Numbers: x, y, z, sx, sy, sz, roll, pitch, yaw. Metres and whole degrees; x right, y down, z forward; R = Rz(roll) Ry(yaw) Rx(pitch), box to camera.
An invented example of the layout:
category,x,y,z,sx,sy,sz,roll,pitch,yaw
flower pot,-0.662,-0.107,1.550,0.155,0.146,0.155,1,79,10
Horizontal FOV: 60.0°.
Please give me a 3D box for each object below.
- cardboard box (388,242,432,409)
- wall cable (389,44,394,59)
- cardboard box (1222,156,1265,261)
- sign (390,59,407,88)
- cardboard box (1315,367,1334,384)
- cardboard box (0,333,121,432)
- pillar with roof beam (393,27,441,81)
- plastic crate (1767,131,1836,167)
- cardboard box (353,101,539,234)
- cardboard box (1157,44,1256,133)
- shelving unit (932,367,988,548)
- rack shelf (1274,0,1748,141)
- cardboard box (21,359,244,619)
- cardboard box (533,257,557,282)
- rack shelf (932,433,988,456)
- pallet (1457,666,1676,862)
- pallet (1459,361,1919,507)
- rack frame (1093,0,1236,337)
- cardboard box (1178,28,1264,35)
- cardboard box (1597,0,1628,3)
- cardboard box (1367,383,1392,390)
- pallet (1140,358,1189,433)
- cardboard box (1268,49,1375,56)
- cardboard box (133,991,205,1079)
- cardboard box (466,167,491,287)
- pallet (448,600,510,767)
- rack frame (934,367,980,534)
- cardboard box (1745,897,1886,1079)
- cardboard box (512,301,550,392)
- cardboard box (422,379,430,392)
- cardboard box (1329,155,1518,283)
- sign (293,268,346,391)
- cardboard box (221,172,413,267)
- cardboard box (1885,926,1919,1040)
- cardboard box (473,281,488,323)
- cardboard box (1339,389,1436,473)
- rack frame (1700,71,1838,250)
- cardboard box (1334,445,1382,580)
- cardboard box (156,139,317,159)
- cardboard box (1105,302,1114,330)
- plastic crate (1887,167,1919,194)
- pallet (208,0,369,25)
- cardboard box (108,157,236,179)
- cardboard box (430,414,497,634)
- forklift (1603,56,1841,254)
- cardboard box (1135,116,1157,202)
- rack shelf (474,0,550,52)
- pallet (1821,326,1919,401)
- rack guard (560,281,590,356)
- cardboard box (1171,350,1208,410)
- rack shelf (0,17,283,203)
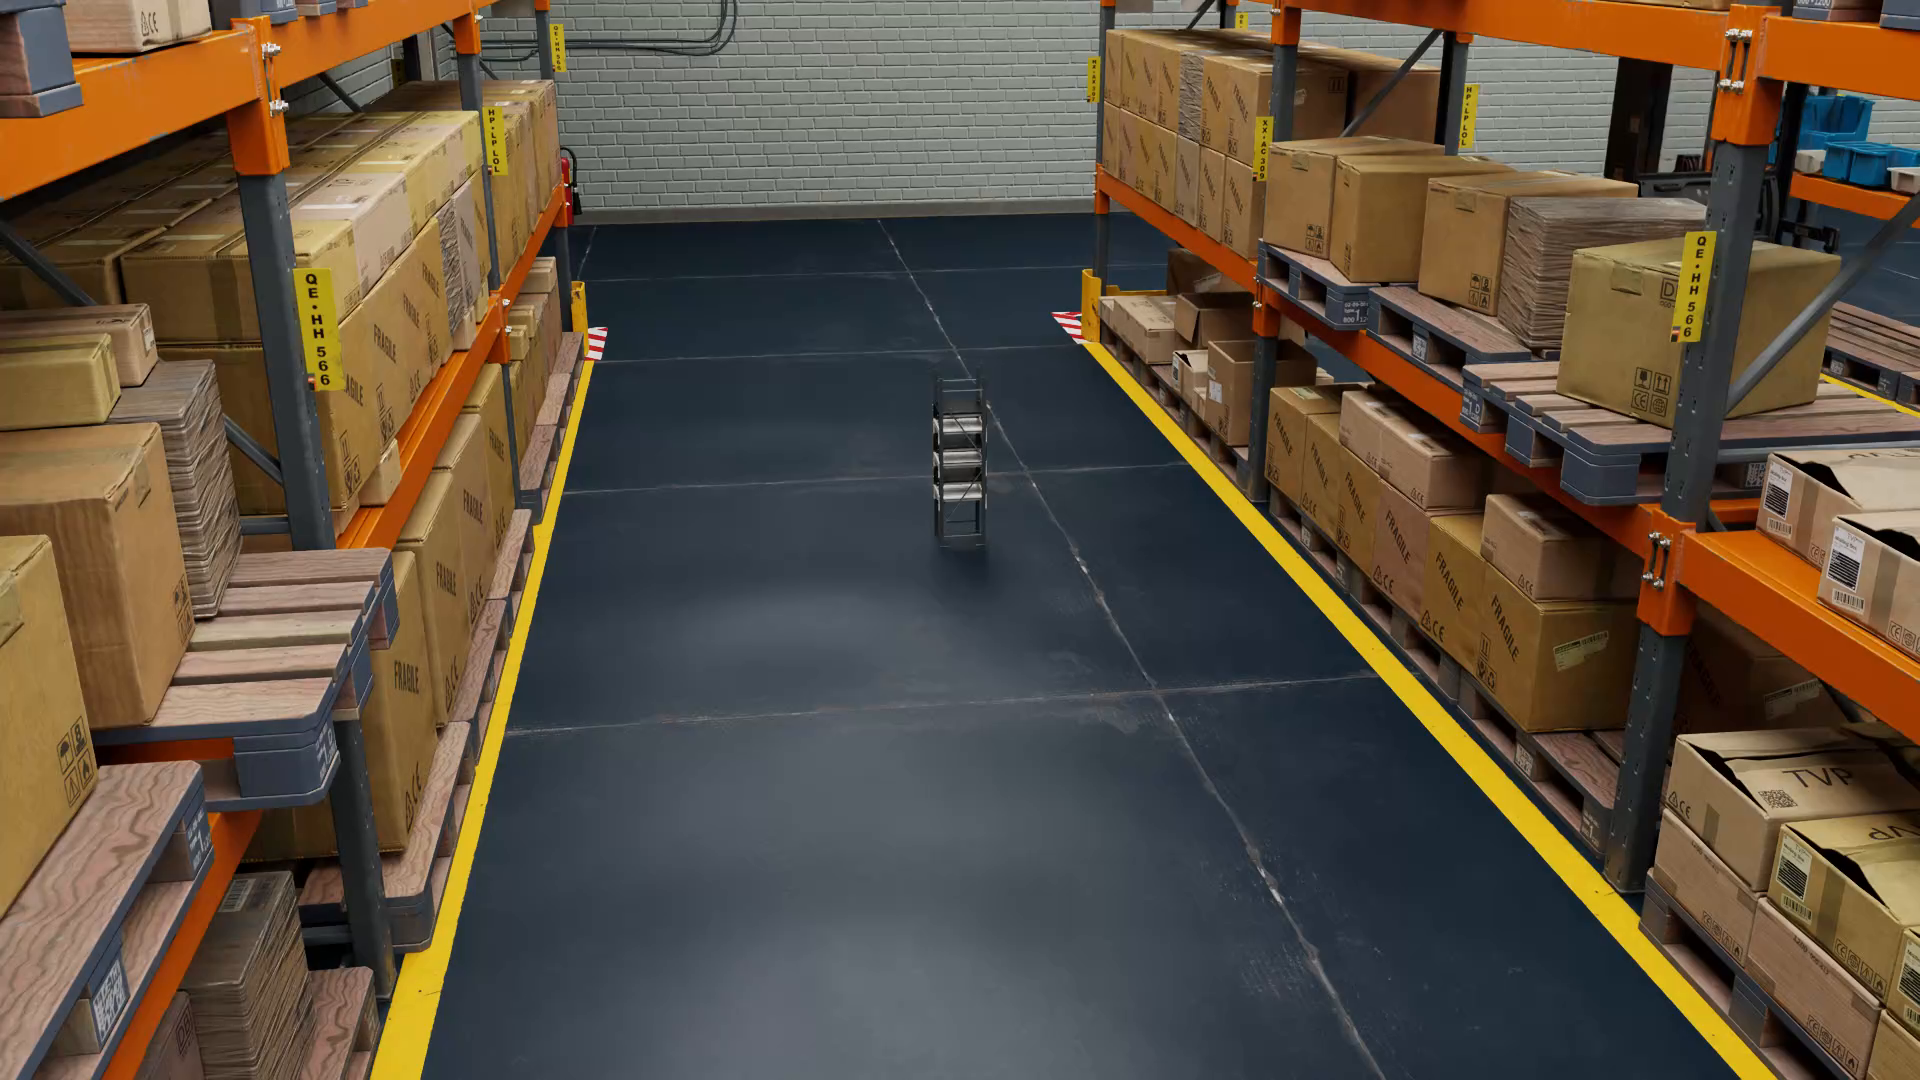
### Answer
category,x,y,z,sx,sy,sz,roll,pitch,yaw
cardboard box,-2.170,-0.744,5.824,0.500,0.500,0.500,-3,21,-8
wall cable,-4.491,-3.655,12.763,0.084,1.984,1.851,-3,21,-8
cardboard box,1.782,-1.857,9.257,0.500,0.500,0.500,-3,21,-7
sign,-3.920,-3.200,11.647,0.100,0.325,0.005,-3,21,-8
cardboard box,2.127,-0.984,10.483,0.380,0.166,0.250,-3,21,-8
cardboard box,-2.076,-0.342,3.645,0.380,0.149,0.250,-6,21,-17
pillar with roof beam,-0.355,-6.702,13.799,9.100,9.000,0.400,-3,21,-8
plastic crate,6.238,-2.903,12.354,0.416,0.233,0.300,-3,21,-8
cardboard box,-3.070,-2.232,9.977,0.980,0.700,0.700,-4,21,-10
cardboard box,1.559,-2.853,10.496,0.500,0.500,0.500,-3,21,-8
shelving unit,-0.001,-0.424,8.566,0.258,0.900,0.210,-3,21,-8
rack shelf,2.396,-2.025,6.593,1.077,0.370,4.000,-3,21,-8
cardboard box,-2.139,-0.104,3.937,0.700,0.500,0.500,-5,21,-14
cardboard box,-2.971,-1.840,11.402,0.380,0.149,0.250,-3,21,-8
rack shelf,-0.001,-0.477,8.546,0.258,0.077,0.200,-3,21,-8
pallet,2.615,0.781,6.323,1.003,0.211,1.213,-3,21,-8
pallet,2.518,-0.406,5.790,1.213,0.211,1.003,-3,21,-8
rack frame,1.531,-3.035,12.554,1.000,3.000,0.127,-3,21,-8
cardboard box,1.868,-3.410,11.986,0.500,0.500,0.500,-3,21,-8
cardboard box,2.515,-2.043,5.468,0.910,0.500,0.500,-3,21,-8
cardboard box,2.463,-0.528,8.787,0.500,0.500,0.500,-3,21,-8
pallet,1.831,-1.004,11.104,1.003,0.211,1.213,-3,21,-8
cardboard box,2.170,-2.699,10.083,0.500,0.500,0.500,-4,21,-9
cardboard box,-2.102,1.382,3.672,0.700,0.500,0.500,-3,21,-8
cardboard box,-2.477,-1.447,7.706,0.500,0.500,0.500,-3,21,-9
pallet,-2.428,0.594,6.823,1.003,0.211,1.213,-3,21,-8
rack frame,-0.016,-0.460,8.660,0.240,0.900,0.006,-3,21,-8
cardboard box,2.543,1.197,4.554,0.500,0.250,0.500,-3,21,-9
cardboard box,-3.025,-1.225,10.680,0.700,0.500,0.500,-4,21,-10
cardboard box,-2.298,-0.653,6.507,0.380,0.149,0.250,-2,21,-6
cardboard box,2.117,-1.483,7.657,0.700,0.500,0.500,0,20,1
sign,-1.681,-0.550,4.359,0.100,0.325,0.005,-3,21,-8
cardboard box,-2.181,-1.090,5.678,0.500,0.250,0.500,-3,21,-7
cardboard box,2.625,1.118,3.963,0.500,0.311,0.500,-3,21,-9
cardboard box,-2.405,-1.101,7.708,0.380,0.149,0.250,-3,21,-7
cardboard box,2.081,-0.510,7.667,0.500,0.250,0.500,-3,21,-8
rack frame,6.434,-3.283,13.219,1.000,3.000,0.127,-3,21,-8
cardboard box,2.089,-0.147,7.768,0.500,0.500,0.500,-3,21,-7
cardboard box,-2.826,-1.419,6.559,0.500,0.250,0.500,-4,21,-10
cardboard box,1.288,-1.665,12.306,0.380,0.166,0.250,-3,21,-8
plastic crate,6.462,-2.391,11.121,0.293,0.136,0.466,-3,21,-8
pallet,-2.362,-1.551,4.563,1.213,0.211,1.003,-2,21,-5
cardboard box,-2.755,-1.238,6.075,0.500,0.250,0.500,-3,21,-9
cardboard box,-2.440,-0.062,7.067,0.750,0.750,0.750,-2,21,-6
forklift,4.563,-1.983,9.836,1.130,2.935,3.031,-4,21,-11
cardboard box,1.484,-2.562,11.146,0.500,0.500,0.500,-3,21,-8
rack shelf,-3.082,-3.159,9.628,1.077,0.370,4.000,-3,21,-8
pallet,6.687,-1.268,11.809,1.003,0.211,1.213,-3,21,-8
rack guard,-3.373,-1.621,12.341,1.175,0.500,0.348,-3,21,-8
cardboard box,1.637,-1.039,10.424,0.500,0.311,0.500,-3,21,-8
rack shelf,-1.928,-0.389,2.212,1.077,0.370,4.000,-3,21,-8
